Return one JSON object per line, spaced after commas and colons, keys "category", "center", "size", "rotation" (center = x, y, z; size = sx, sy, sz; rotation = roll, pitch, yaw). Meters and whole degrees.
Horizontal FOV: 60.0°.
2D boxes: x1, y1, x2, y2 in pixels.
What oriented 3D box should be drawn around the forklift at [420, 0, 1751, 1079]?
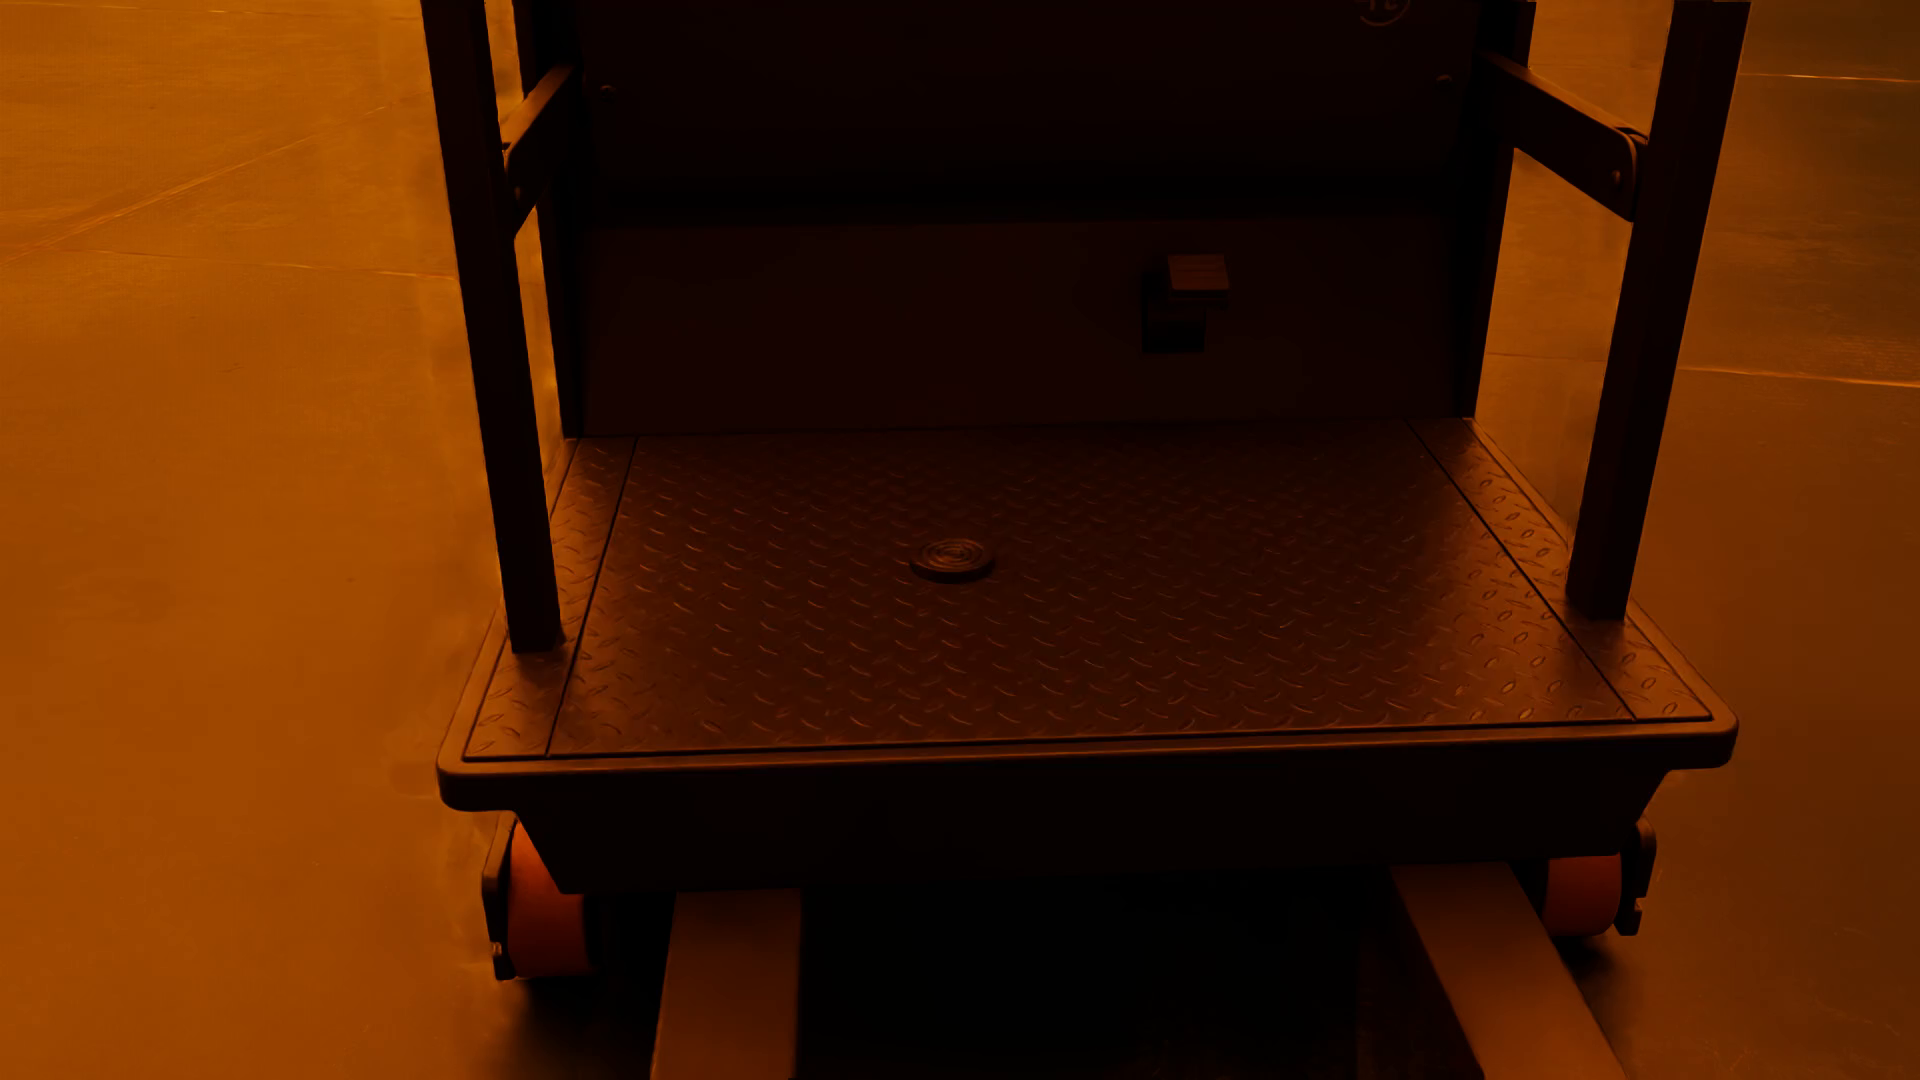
{"category": "forklift", "center": [0.089, -1.029, 1.286], "size": [1.130, 2.935, 3.031], "rotation": [-2, 27, -3]}
